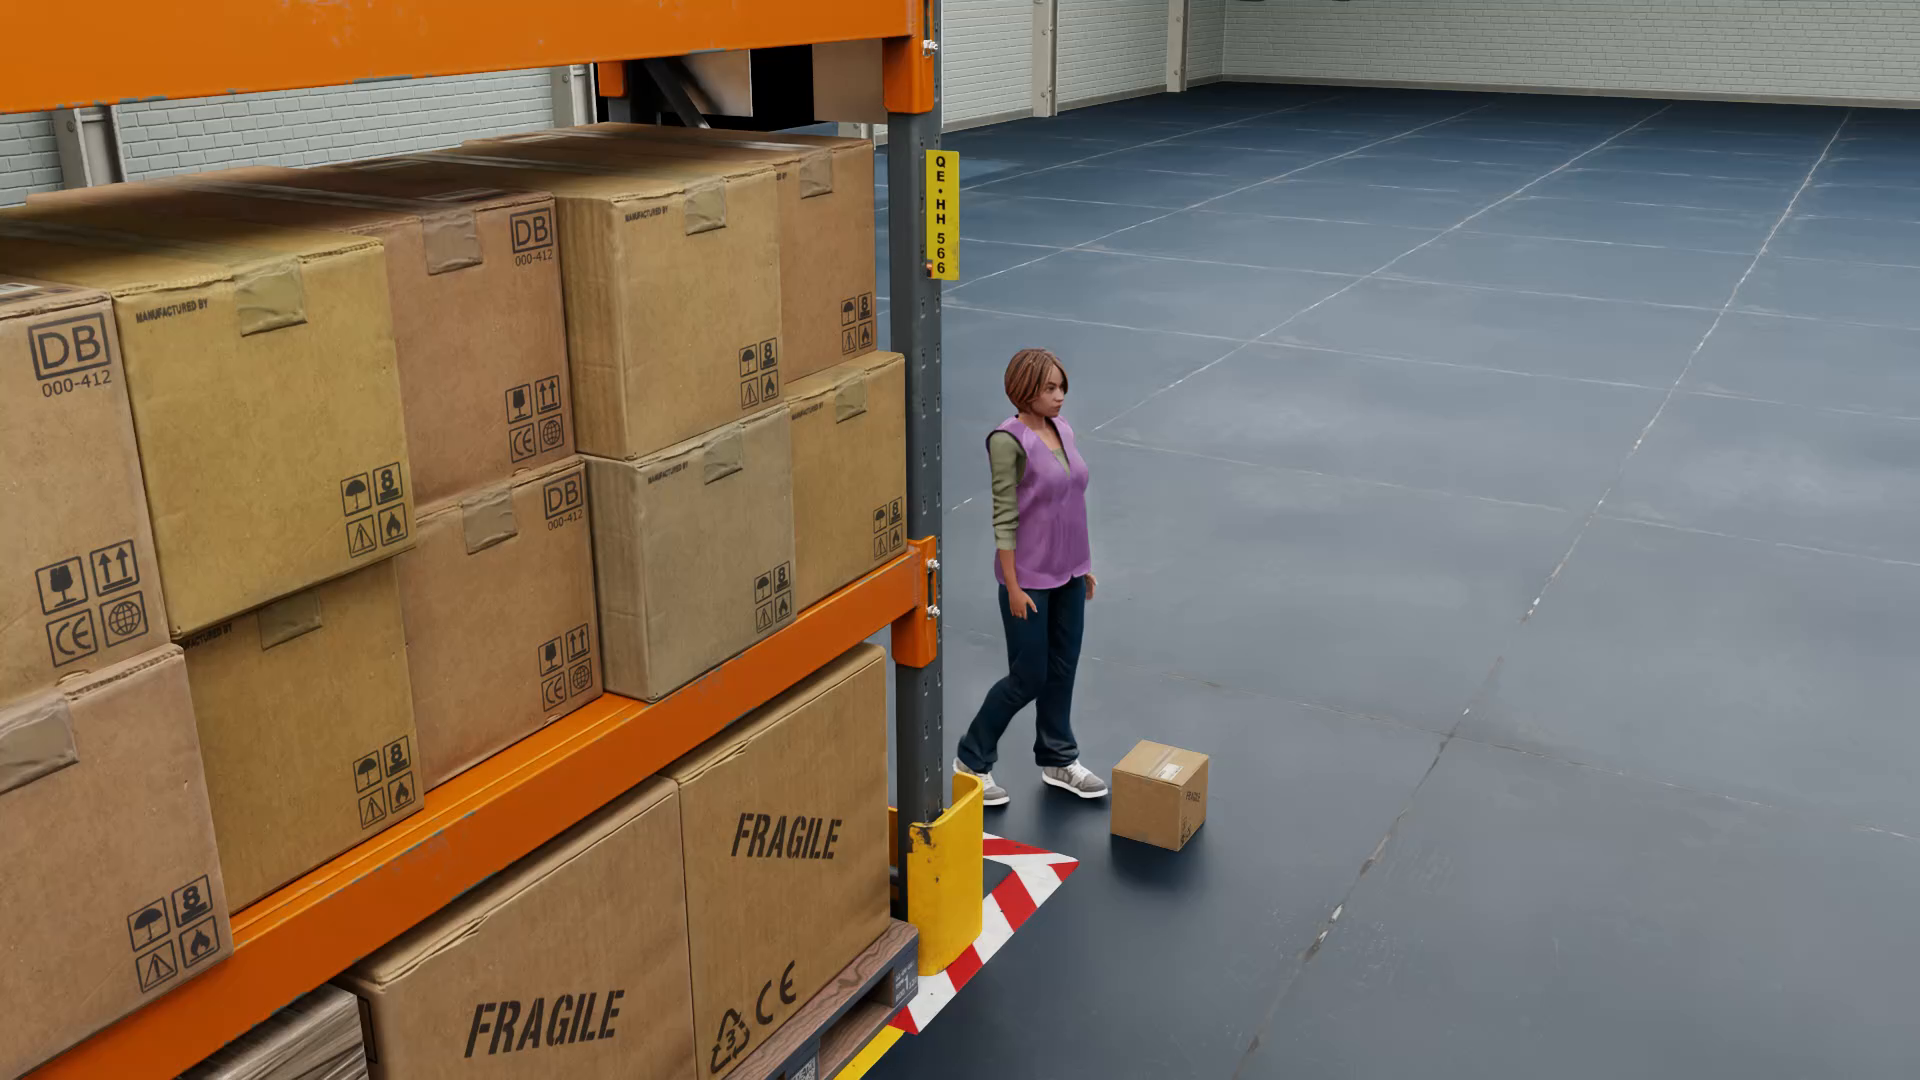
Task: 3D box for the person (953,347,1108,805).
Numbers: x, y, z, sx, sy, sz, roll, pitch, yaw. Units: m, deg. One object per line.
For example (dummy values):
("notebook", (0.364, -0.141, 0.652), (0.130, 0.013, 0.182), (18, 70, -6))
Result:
("person", (0.280, 0.142, 5.690), (0.483, 1.614, 0.471), (16, 25, 38))
